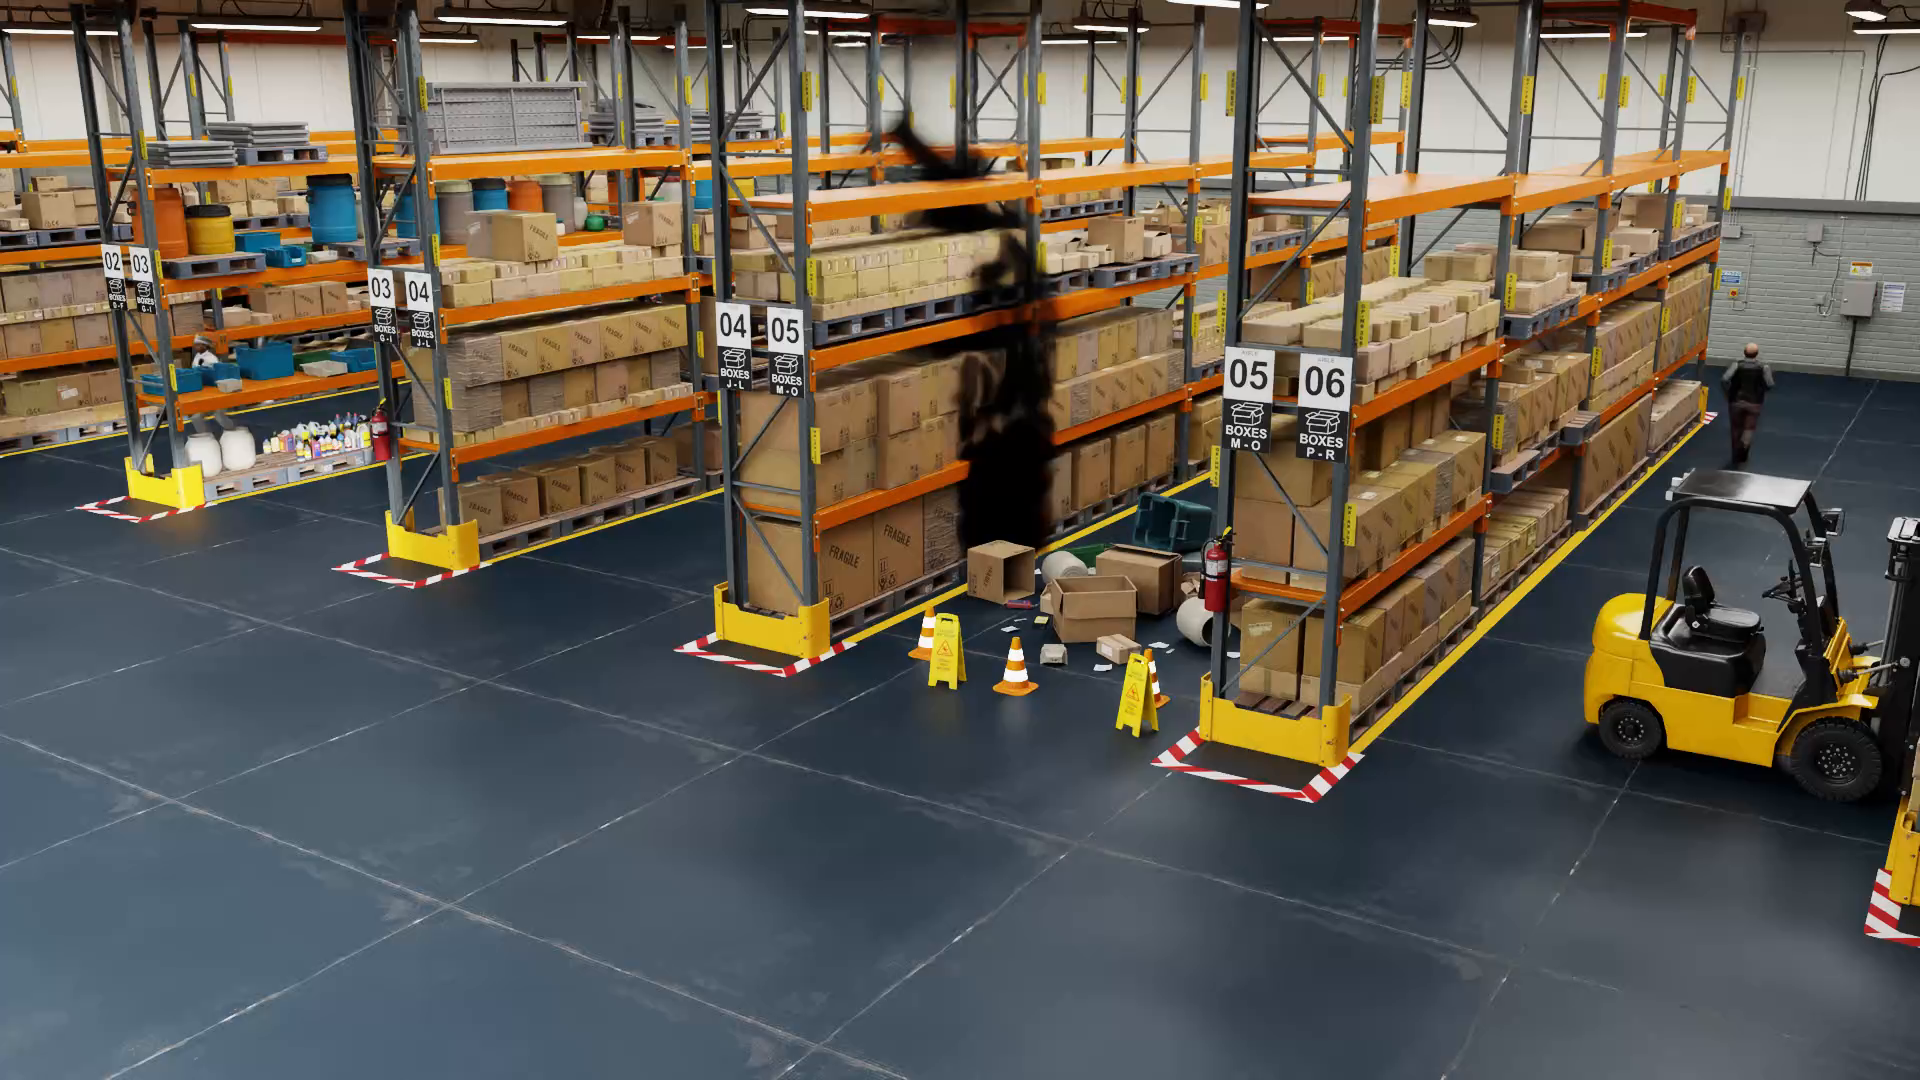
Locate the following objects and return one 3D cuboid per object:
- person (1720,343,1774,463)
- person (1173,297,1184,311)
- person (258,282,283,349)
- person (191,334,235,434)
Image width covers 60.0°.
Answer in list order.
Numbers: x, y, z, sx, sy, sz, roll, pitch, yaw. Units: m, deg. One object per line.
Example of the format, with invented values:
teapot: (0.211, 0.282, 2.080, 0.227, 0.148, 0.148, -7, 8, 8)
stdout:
person: (10.688, -1.834, 22.646, 0.663, 1.707, 0.927, 8, 17, 27)
person: (3.602, -2.986, 26.690, 0.666, 1.828, 0.807, 12, 19, 36)
person: (-12.354, -3.808, 29.777, 0.583, 1.642, 0.684, 5, 16, 18)
person: (-10.578, -2.048, 23.493, 0.562, 1.758, 0.757, 8, 17, 27)
